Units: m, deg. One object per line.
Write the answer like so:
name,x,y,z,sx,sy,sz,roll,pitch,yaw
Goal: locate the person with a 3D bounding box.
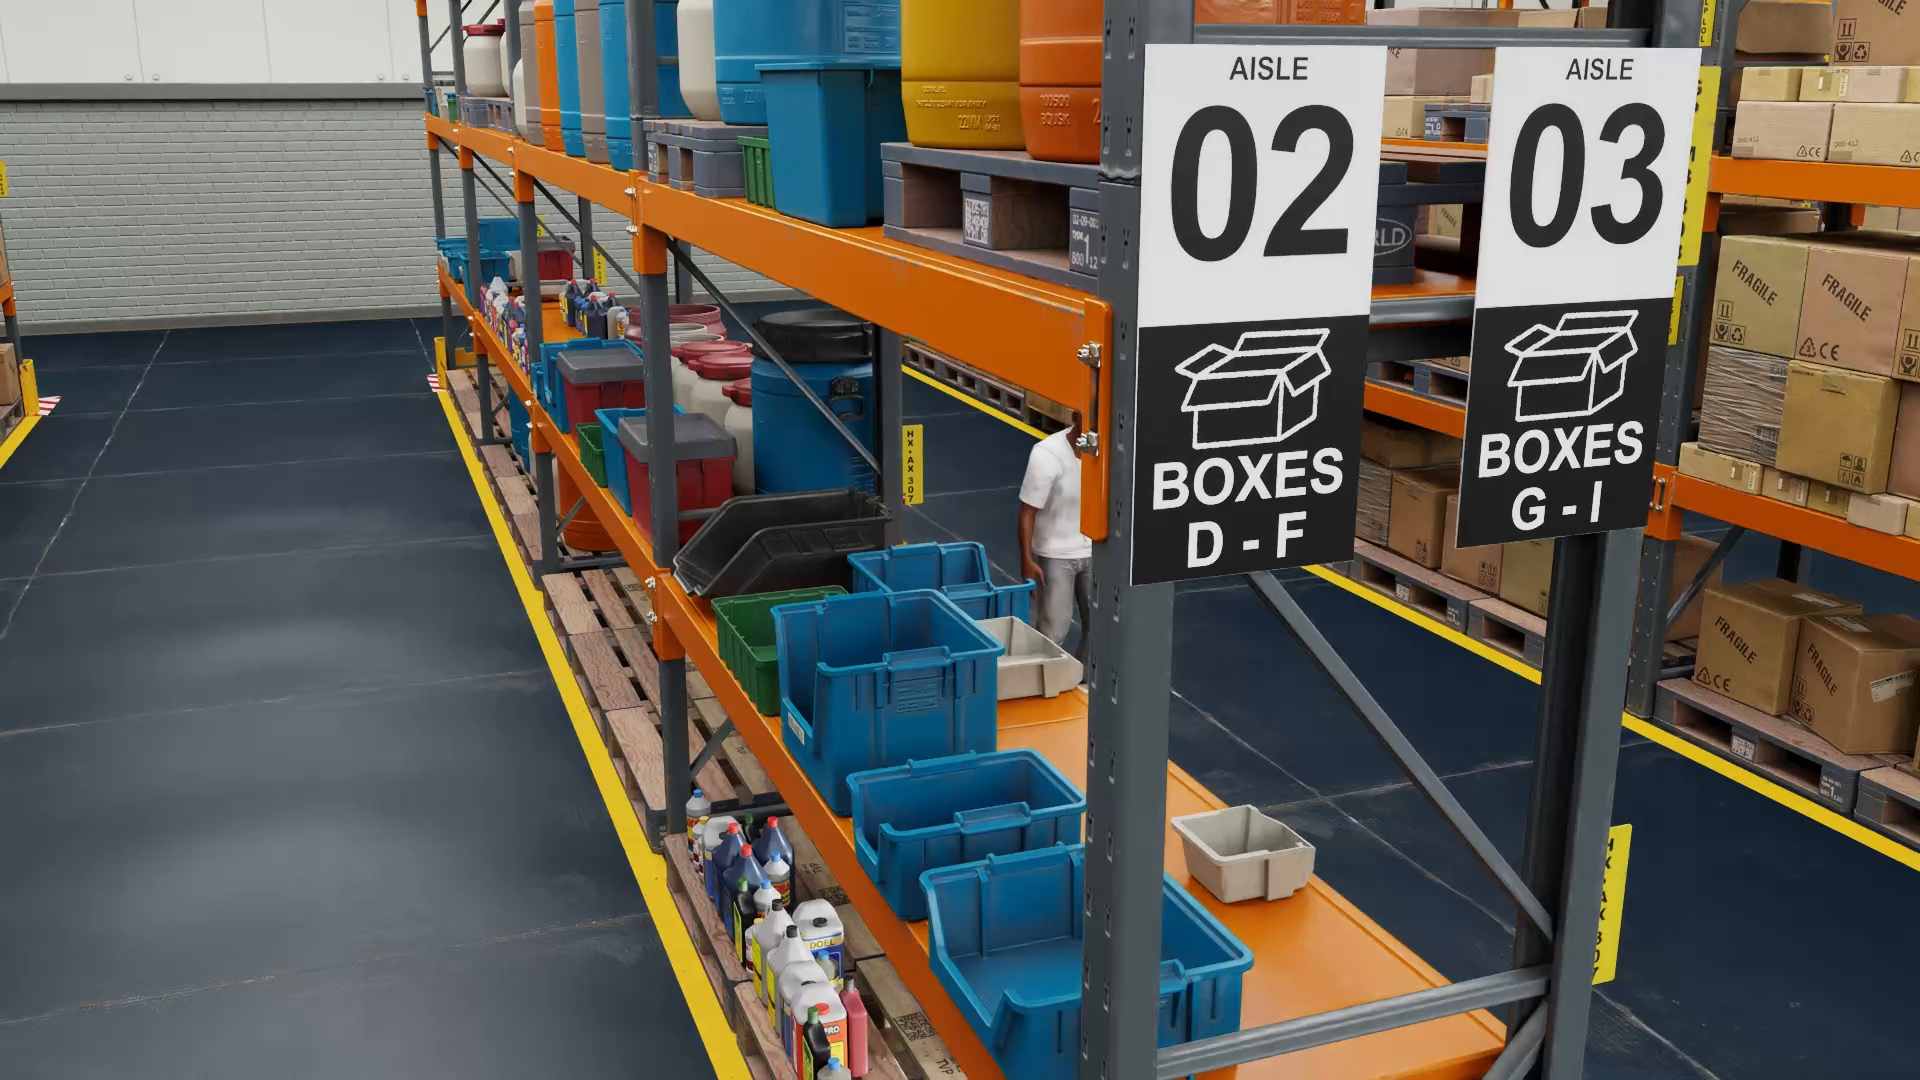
person,0.581,0.085,8.189,0.628,1.759,0.462,-7,17,-23
